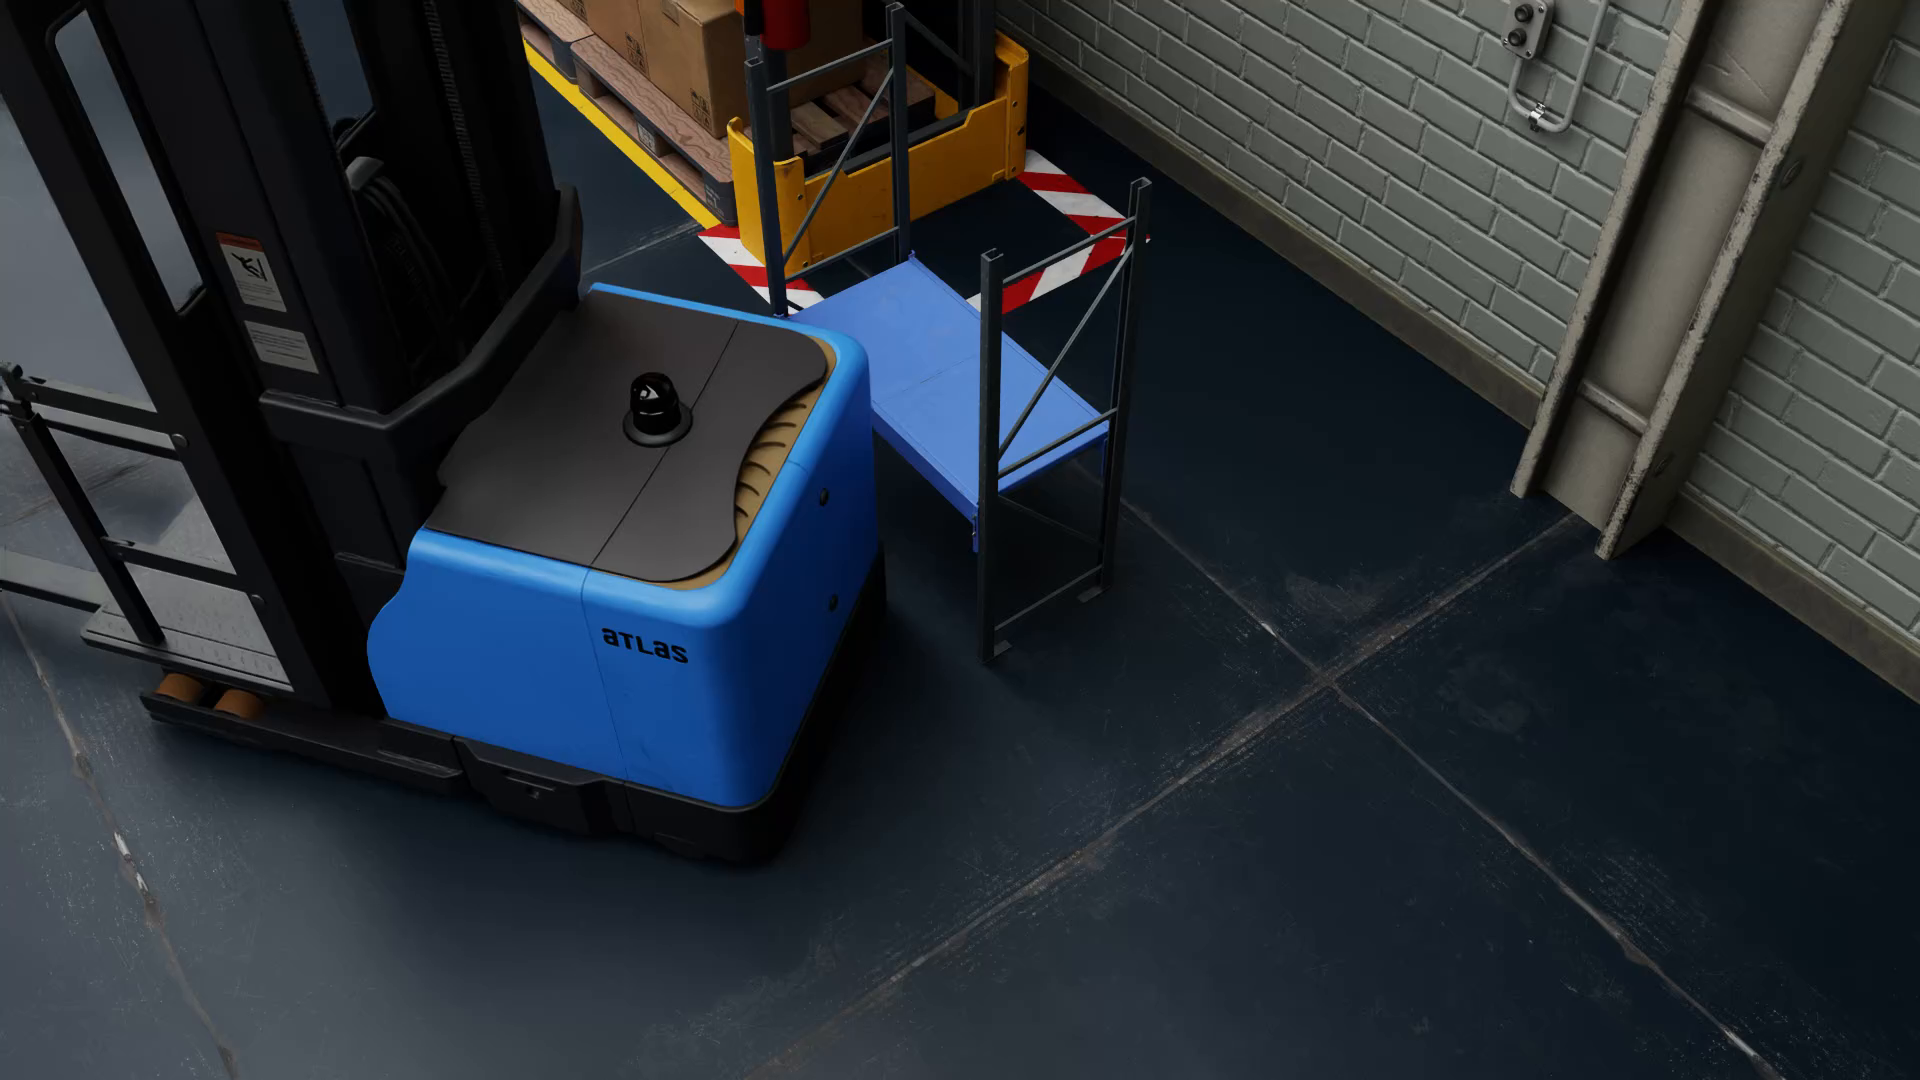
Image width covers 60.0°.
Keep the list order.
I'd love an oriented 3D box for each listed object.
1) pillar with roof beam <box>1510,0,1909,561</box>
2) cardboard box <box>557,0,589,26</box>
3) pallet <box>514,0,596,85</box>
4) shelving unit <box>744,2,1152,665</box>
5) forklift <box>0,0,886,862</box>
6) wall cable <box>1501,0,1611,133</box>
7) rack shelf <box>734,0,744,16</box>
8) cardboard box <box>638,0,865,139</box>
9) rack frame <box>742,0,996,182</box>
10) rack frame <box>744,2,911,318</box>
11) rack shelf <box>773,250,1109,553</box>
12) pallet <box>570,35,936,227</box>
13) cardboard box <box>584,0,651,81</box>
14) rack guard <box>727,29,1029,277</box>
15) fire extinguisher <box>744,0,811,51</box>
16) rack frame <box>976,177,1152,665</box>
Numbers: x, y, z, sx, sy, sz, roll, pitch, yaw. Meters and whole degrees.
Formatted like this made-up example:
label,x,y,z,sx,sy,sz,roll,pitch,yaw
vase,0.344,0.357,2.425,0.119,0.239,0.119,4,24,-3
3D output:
label,x,y,z,sx,sy,sz,roll,pitch,yaw
pillar with roof beam,-1.403,-1.208,0.271,9.100,9.000,0.400,-29,54,-24
cardboard box,-1.411,-2.589,6.976,0.700,0.500,0.500,-31,55,-25
pallet,-1.581,-2.547,7.417,1.003,0.211,1.213,-29,54,-24
shelving unit,-0.052,-0.554,4.740,0.538,1.500,1.048,-29,54,-24
forklift,-1.796,-0.766,3.966,3.031,2.935,1.130,13,49,11
wall cable,1.228,-2.339,4.660,0.084,1.984,1.851,-29,54,-24
rack shelf,-1.511,-3.266,6.672,1.077,0.370,4.000,-29,54,-24
cardboard box,-0.803,-1.998,6.440,0.700,0.500,0.500,-29,54,-24
rack frame,-0.300,-2.328,5.336,1.000,3.000,0.127,-29,54,-24
rack frame,-0.359,-0.854,5.012,0.500,1.500,0.032,-29,54,-24
rack shelf,-0.052,-0.433,4.873,0.538,0.185,1.000,-29,54,-24
pallet,-0.846,-1.828,6.765,1.003,0.211,1.213,-29,54,-24
cardboard box,-1.106,-2.293,6.708,0.700,0.500,0.500,-30,54,-24
rack guard,-0.285,-1.475,6.250,1.175,0.500,0.348,-29,54,-24
fire extinguisher,-0.576,-1.881,5.235,0.296,0.674,0.183,-29,54,-24
rack frame,0.256,-0.254,4.468,0.500,1.500,0.032,-29,54,-24
